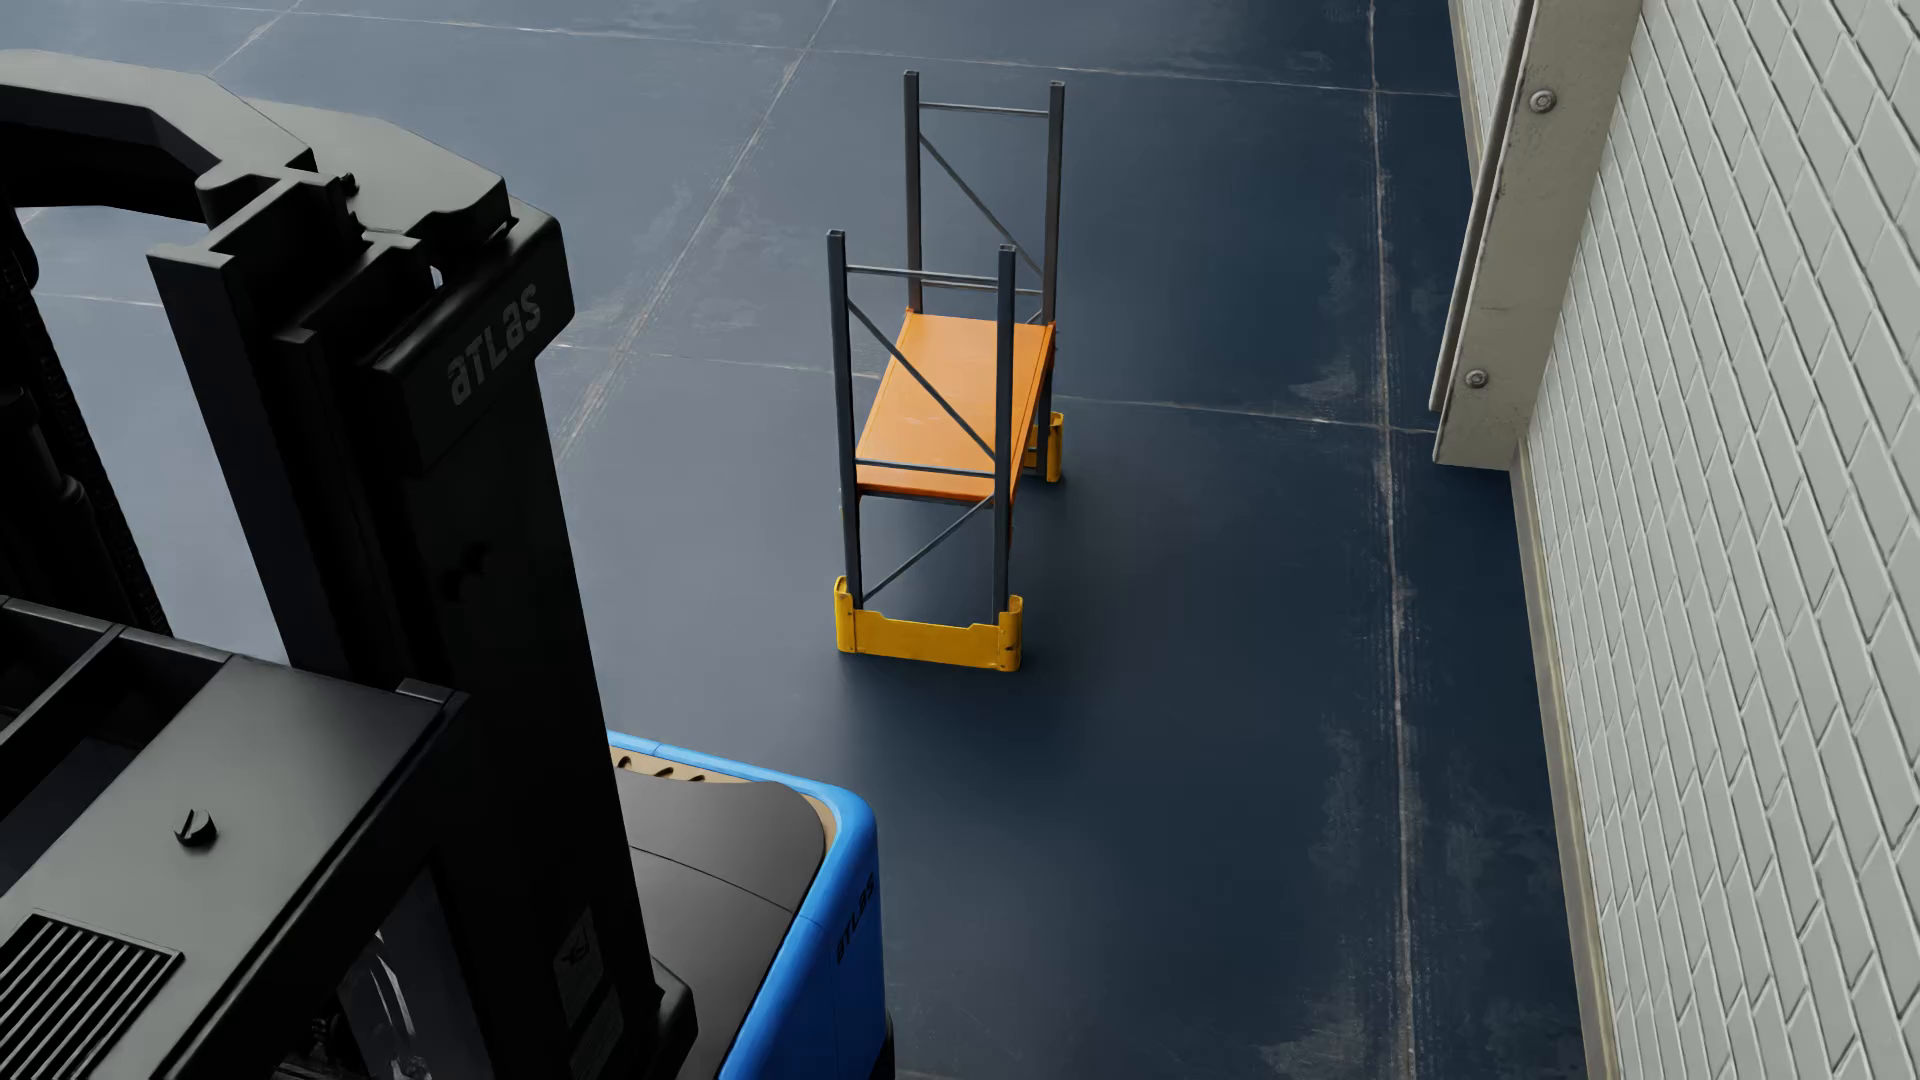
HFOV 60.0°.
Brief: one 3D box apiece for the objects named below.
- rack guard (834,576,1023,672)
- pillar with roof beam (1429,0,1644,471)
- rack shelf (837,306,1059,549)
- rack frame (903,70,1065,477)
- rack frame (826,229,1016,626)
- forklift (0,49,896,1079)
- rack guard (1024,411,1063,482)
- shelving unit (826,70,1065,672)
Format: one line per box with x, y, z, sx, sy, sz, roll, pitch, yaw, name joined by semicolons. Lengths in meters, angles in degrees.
-0.099;0.264;5.234;0.587;0.250;0.087;6;40;8;rack guard
-2.321;-4.332;3.928;9.100;9.000;0.400;6;40;8;pillar with roof beam
-0.015;-0.386;5.322;0.538;0.185;1.000;6;40;8;rack shelf
0.073;-0.844;5.593;0.500;1.500;0.032;6;40;8;rack frame
-0.103;-0.205;4.821;0.500;1.500;0.032;6;40;8;rack frame
-1.095;1.023;2.212;1.130;2.935;3.031;12;41;14;forklift
0.073;-0.361;5.991;0.587;0.250;0.087;6;40;8;rack guard
-0.013;-0.530;5.214;0.587;1.500;1.083;6;40;8;shelving unit
